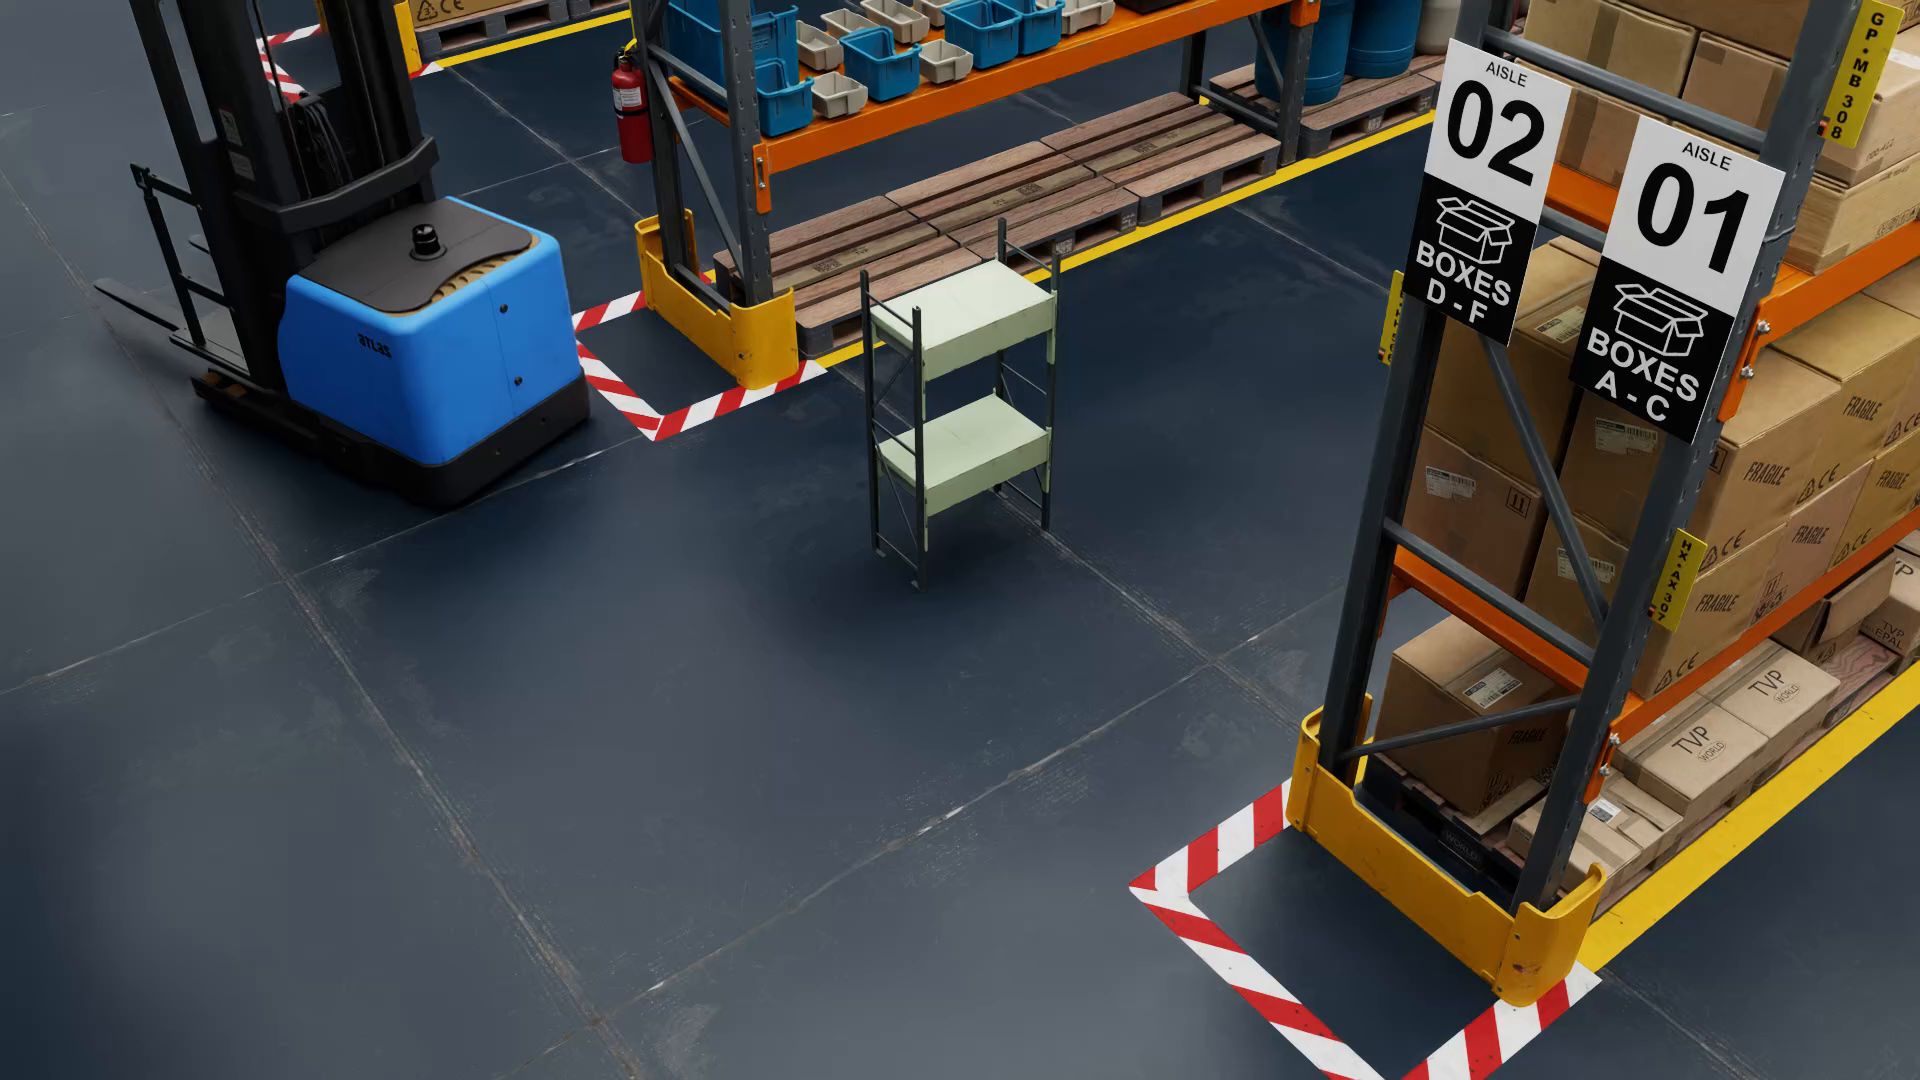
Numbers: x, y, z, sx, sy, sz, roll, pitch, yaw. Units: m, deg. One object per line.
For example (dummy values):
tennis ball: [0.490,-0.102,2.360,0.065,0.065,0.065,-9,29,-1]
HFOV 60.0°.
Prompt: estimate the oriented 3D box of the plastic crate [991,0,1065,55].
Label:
plastic crate: [0.352,-2.829,9.051,0.300,0.233,0.416,-26,46,-28]

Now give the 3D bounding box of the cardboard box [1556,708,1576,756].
cardboard box: [2.346,0.657,6.605,0.250,0.166,0.380,-26,46,-28]

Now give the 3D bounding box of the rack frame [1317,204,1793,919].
rack frame: [1.689,0.177,5.303,0.127,3.000,1.000,-26,46,-28]

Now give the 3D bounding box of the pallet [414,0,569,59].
pallet: [-3.758,-4.077,12.687,1.213,0.211,1.003,-26,46,-28]

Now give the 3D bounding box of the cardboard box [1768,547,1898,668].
cardboard box: [3.374,0.155,6.951,0.637,0.503,0.797,-26,46,-28]

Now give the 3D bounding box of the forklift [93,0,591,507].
forklift: [-3.407,-2.028,8.044,3.031,2.935,1.130,24,45,26]

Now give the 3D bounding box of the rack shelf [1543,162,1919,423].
rack shelf: [3.275,-1.478,5.522,4.000,0.370,1.077,-26,46,-28]

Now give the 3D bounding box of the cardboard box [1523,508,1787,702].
cardboard box: [2.202,0.099,5.319,0.500,0.500,0.500,-25,46,-27]

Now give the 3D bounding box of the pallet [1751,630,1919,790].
pallet: [3.348,0.448,7.171,1.213,0.211,1.003,-26,46,-28]

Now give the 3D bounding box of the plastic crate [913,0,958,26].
plastic crate: [-0.122,-2.992,9.326,0.250,0.136,0.298,-26,46,-28]

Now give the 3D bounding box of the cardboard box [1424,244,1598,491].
cardboard box: [1.875,-0.559,5.332,0.500,0.500,0.500,-26,46,-28]

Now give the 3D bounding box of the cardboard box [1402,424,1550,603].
cardboard box: [1.879,-0.172,5.649,0.500,0.500,0.500,-25,45,-27]

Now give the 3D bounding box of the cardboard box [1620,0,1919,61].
cardboard box: [2.087,-1.615,4.255,0.500,0.500,0.700,-26,46,-28]

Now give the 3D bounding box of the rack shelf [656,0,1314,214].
rack shelf: [0.260,-2.810,9.512,4.000,0.370,1.077,-26,46,-28]

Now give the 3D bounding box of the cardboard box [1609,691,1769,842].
cardboard box: [2.690,0.809,6.353,0.500,0.250,0.500,-26,46,-28]

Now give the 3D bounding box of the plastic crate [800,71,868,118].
plastic crate: [-0.625,-2.249,8.421,0.298,0.136,0.250,-26,46,-28]

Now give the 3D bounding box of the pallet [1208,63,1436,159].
pallet: [2.483,-3.061,11.448,1.213,0.211,1.003,-26,46,-28]

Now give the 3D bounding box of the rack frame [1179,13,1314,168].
rack frame: [1.845,-3.862,10.226,0.127,3.000,1.000,-26,46,-28]

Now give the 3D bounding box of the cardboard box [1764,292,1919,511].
cardboard box: [2.612,-0.493,5.252,0.500,0.500,0.500,-25,46,-28]

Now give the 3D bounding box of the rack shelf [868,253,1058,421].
rack shelf: [0.005,-0.884,7.163,0.720,0.370,0.431,-26,46,-28]

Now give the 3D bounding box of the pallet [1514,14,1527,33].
pallet: [4.417,-4.004,12.598,1.213,0.211,1.003,-26,46,-28]

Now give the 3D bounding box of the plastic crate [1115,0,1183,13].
plastic crate: [1.122,-3.211,9.602,0.590,0.125,0.437,-26,46,-28]

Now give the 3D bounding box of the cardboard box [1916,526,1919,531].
cardboard box: [4.321,0.101,7.296,0.250,0.149,0.380,-26,46,-28]

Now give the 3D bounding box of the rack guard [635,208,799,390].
rack guard: [-1.337,-1.333,9.115,0.348,0.500,1.175,-26,46,-28]

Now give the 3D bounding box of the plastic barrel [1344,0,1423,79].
plastic barrel: [2.849,-3.688,11.337,0.708,0.901,0.600,-26,46,-28]

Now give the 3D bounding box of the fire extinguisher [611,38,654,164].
fire extinguisher: [-1.723,-2.312,8.692,0.183,0.674,0.296,-26,46,-28]

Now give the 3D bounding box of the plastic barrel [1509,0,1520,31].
plastic barrel: [3.744,-4.003,11.969,0.708,0.588,0.600,-26,46,-28]

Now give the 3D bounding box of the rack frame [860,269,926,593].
rack frame: [-0.285,-0.441,7.239,0.023,1.500,0.400,-26,46,-28]

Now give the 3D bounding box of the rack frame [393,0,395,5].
rack frame: [-4.344,-4.806,11.378,0.127,3.000,1.000,-26,46,-28]

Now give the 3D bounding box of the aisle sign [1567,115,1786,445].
aisle sign: [1.814,-0.654,4.266,0.004,0.787,0.394,-26,46,-28]

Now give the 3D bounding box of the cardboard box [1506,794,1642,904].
cardboard box: [2.231,1.120,6.054,0.250,0.149,0.380,-26,46,-28]

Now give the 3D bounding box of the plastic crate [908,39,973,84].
plastic crate: [-0.087,-2.511,8.740,0.298,0.136,0.250,-26,46,-28]

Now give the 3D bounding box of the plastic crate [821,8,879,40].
plastic crate: [-0.551,-2.748,9.029,0.243,0.136,0.396,-26,46,-28]

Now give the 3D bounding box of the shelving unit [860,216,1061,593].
shelving unit: [0.005,-0.582,7.411,0.755,1.500,0.431,-26,46,-28]

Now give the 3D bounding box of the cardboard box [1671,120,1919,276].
cardboard box: [2.252,-0.996,4.485,0.500,0.250,0.500,-26,46,-28]

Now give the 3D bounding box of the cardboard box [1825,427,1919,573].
cardboard box: [3.007,-0.295,5.800,0.500,0.500,0.500,-26,46,-28]

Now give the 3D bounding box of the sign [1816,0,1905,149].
sign: [2.020,-1.048,3.742,0.005,0.325,0.100,-26,46,-28]

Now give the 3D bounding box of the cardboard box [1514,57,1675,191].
cardboard box: [1.936,-1.256,4.803,0.500,0.250,0.500,-26,46,-28]

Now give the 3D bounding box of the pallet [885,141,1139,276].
pallet: [0.318,-2.006,10.162,1.213,0.211,1.003,-26,46,-28]

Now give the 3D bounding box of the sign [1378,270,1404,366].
sign: [1.367,-0.680,5.185,0.005,0.325,0.100,-26,46,-28]
